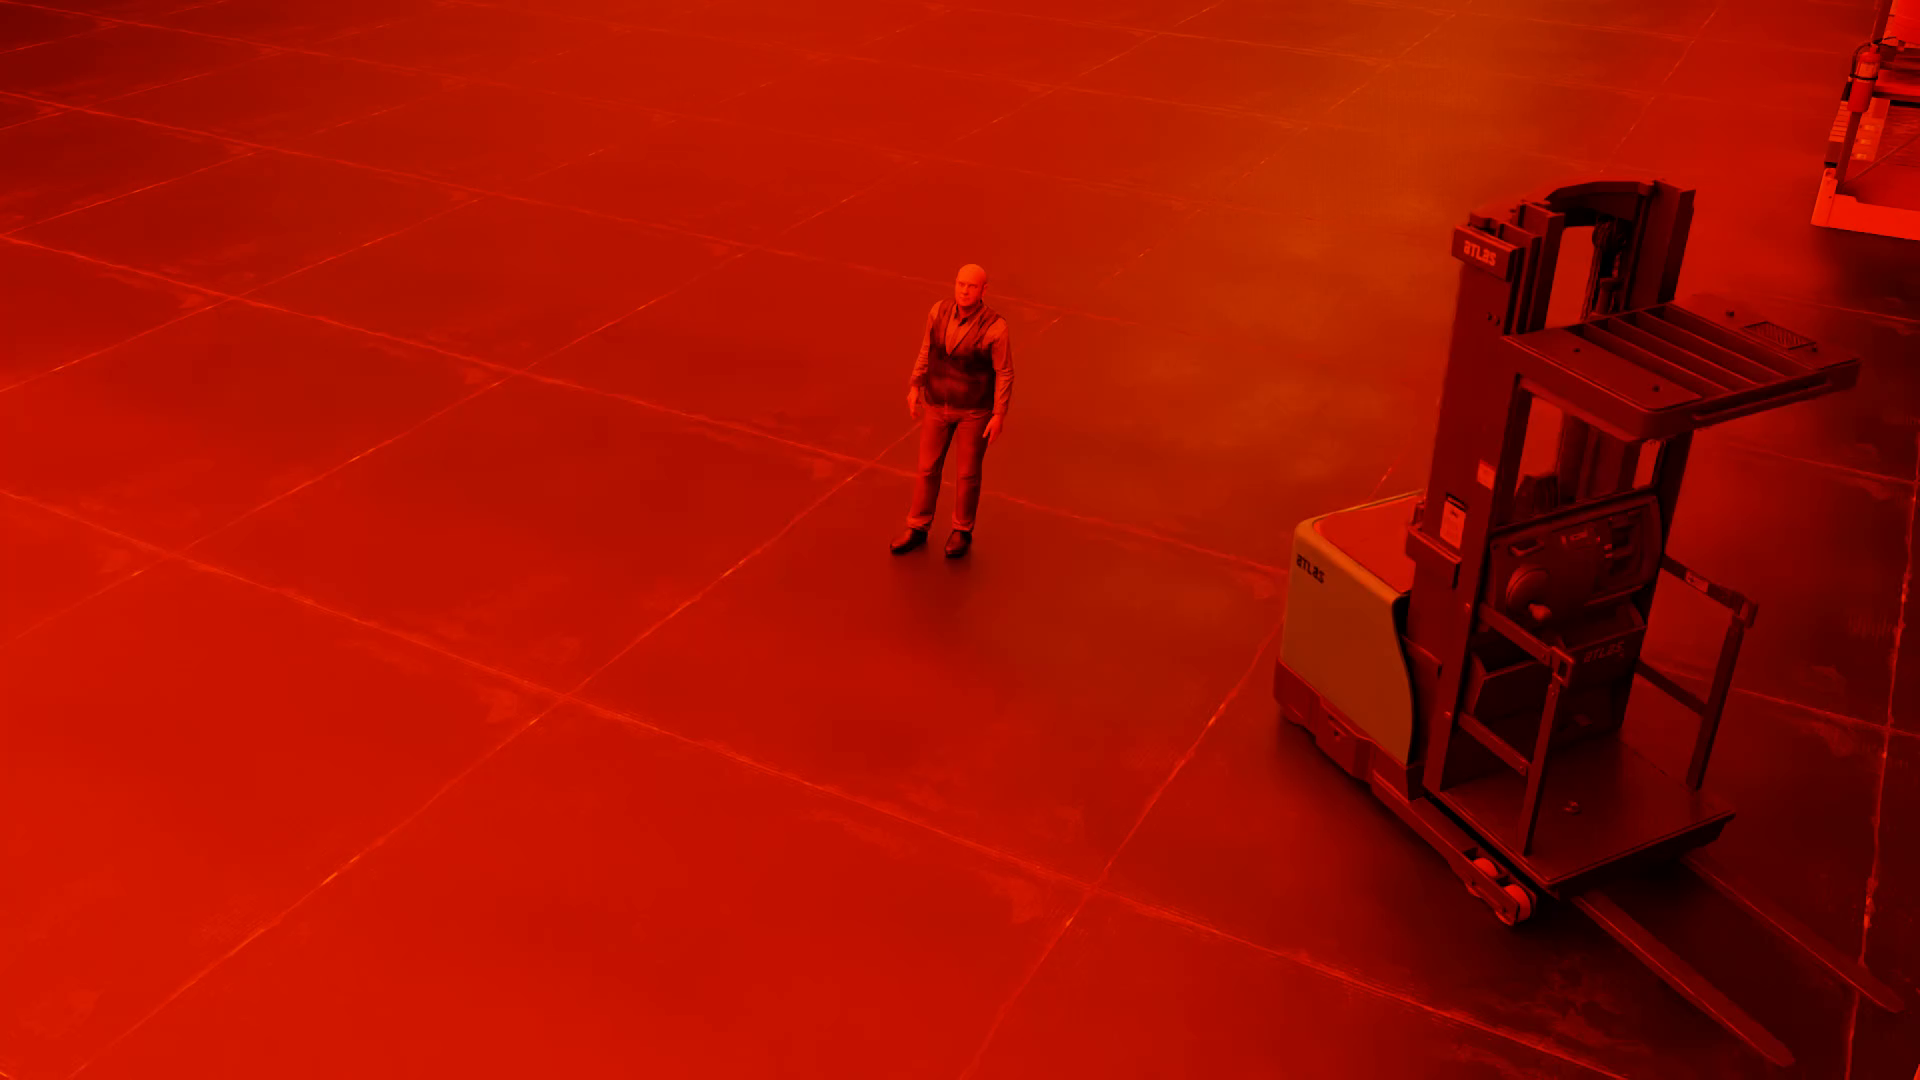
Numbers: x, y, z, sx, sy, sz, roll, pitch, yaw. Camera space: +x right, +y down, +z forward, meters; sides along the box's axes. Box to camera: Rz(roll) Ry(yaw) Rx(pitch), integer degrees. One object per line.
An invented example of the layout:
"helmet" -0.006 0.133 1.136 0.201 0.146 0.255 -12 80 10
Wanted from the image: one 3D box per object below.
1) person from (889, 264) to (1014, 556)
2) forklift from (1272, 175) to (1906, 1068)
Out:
"person" -0.037 -0.727 9.526 0.632 1.720 0.568 15 33 25
"forklift" 2.693 0.127 6.850 1.130 2.935 3.031 -14 33 -22
